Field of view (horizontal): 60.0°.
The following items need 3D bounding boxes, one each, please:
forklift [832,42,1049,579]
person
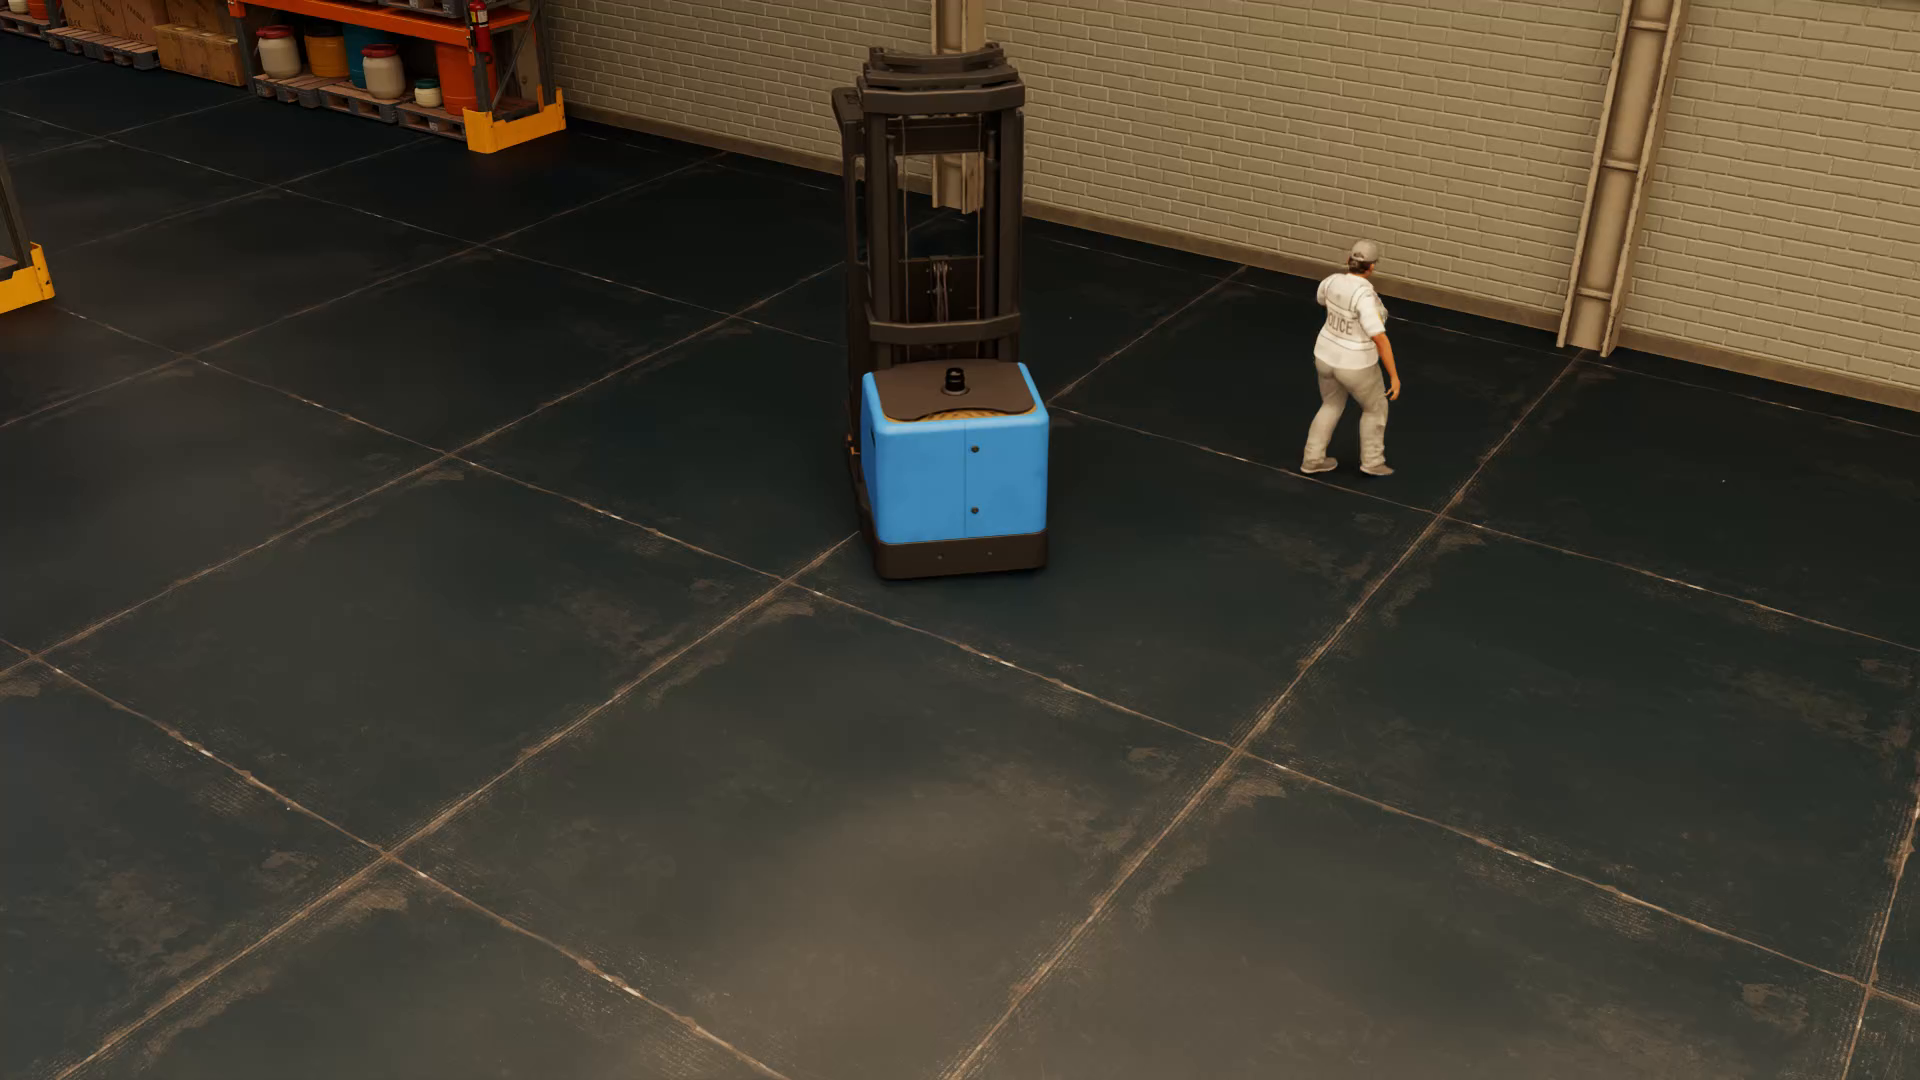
[{"bbox_3d":[-0.200,-1.754,10.601,1.130,2.935,3.031,-4,30,-8],"label":"forklift"},{"bbox_3d":[2.636,-1.158,10.922,0.618,1.683,0.922,-15,33,-24],"label":"person"}]
